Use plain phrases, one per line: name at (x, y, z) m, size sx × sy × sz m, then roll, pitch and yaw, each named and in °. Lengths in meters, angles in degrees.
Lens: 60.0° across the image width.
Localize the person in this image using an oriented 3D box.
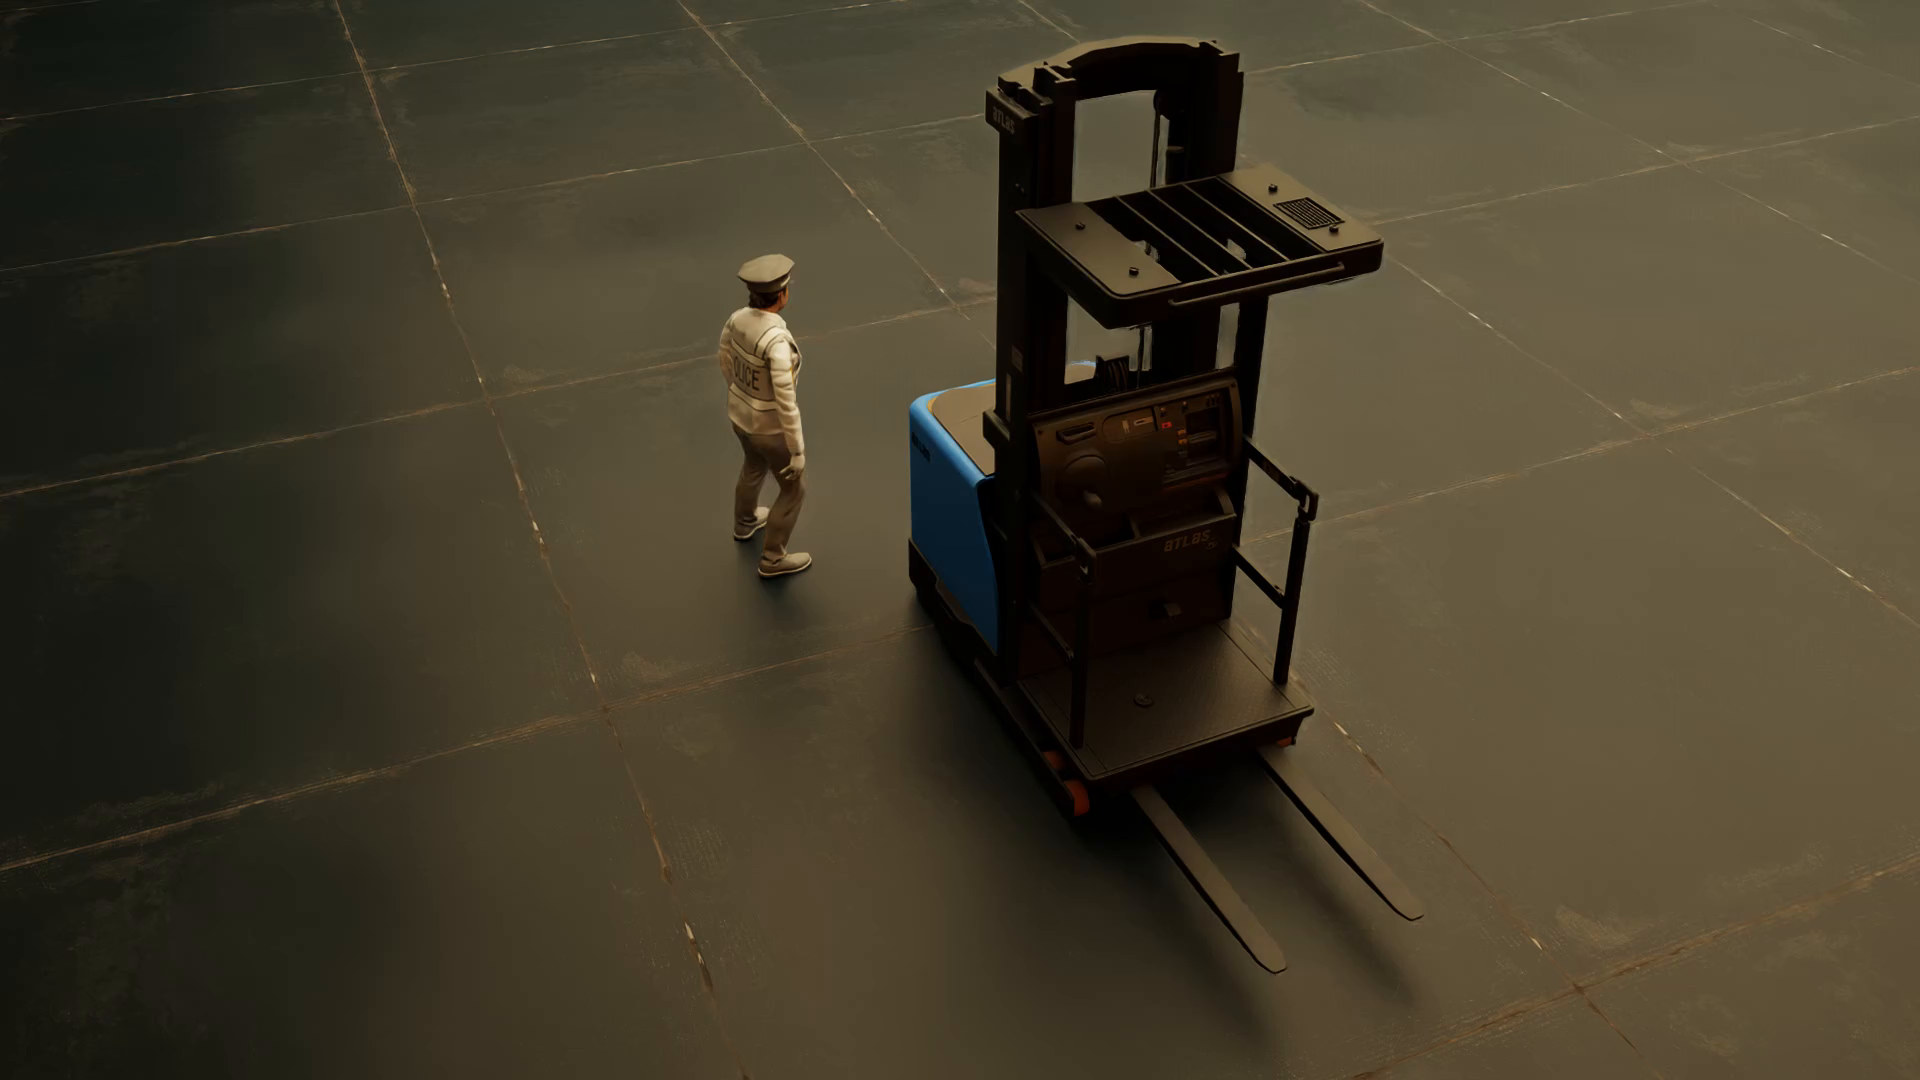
person at (-0.938, -0.587, 8.045) m, size 0.365 × 1.641 × 0.753 m, roll -25°, pitch 43°, yaw -31°

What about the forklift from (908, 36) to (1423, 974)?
forklift at (0.816, -0.318, 6.546) m, size 1.130 × 2.935 × 3.031 m, roll -15°, pitch 38°, yaw -20°
